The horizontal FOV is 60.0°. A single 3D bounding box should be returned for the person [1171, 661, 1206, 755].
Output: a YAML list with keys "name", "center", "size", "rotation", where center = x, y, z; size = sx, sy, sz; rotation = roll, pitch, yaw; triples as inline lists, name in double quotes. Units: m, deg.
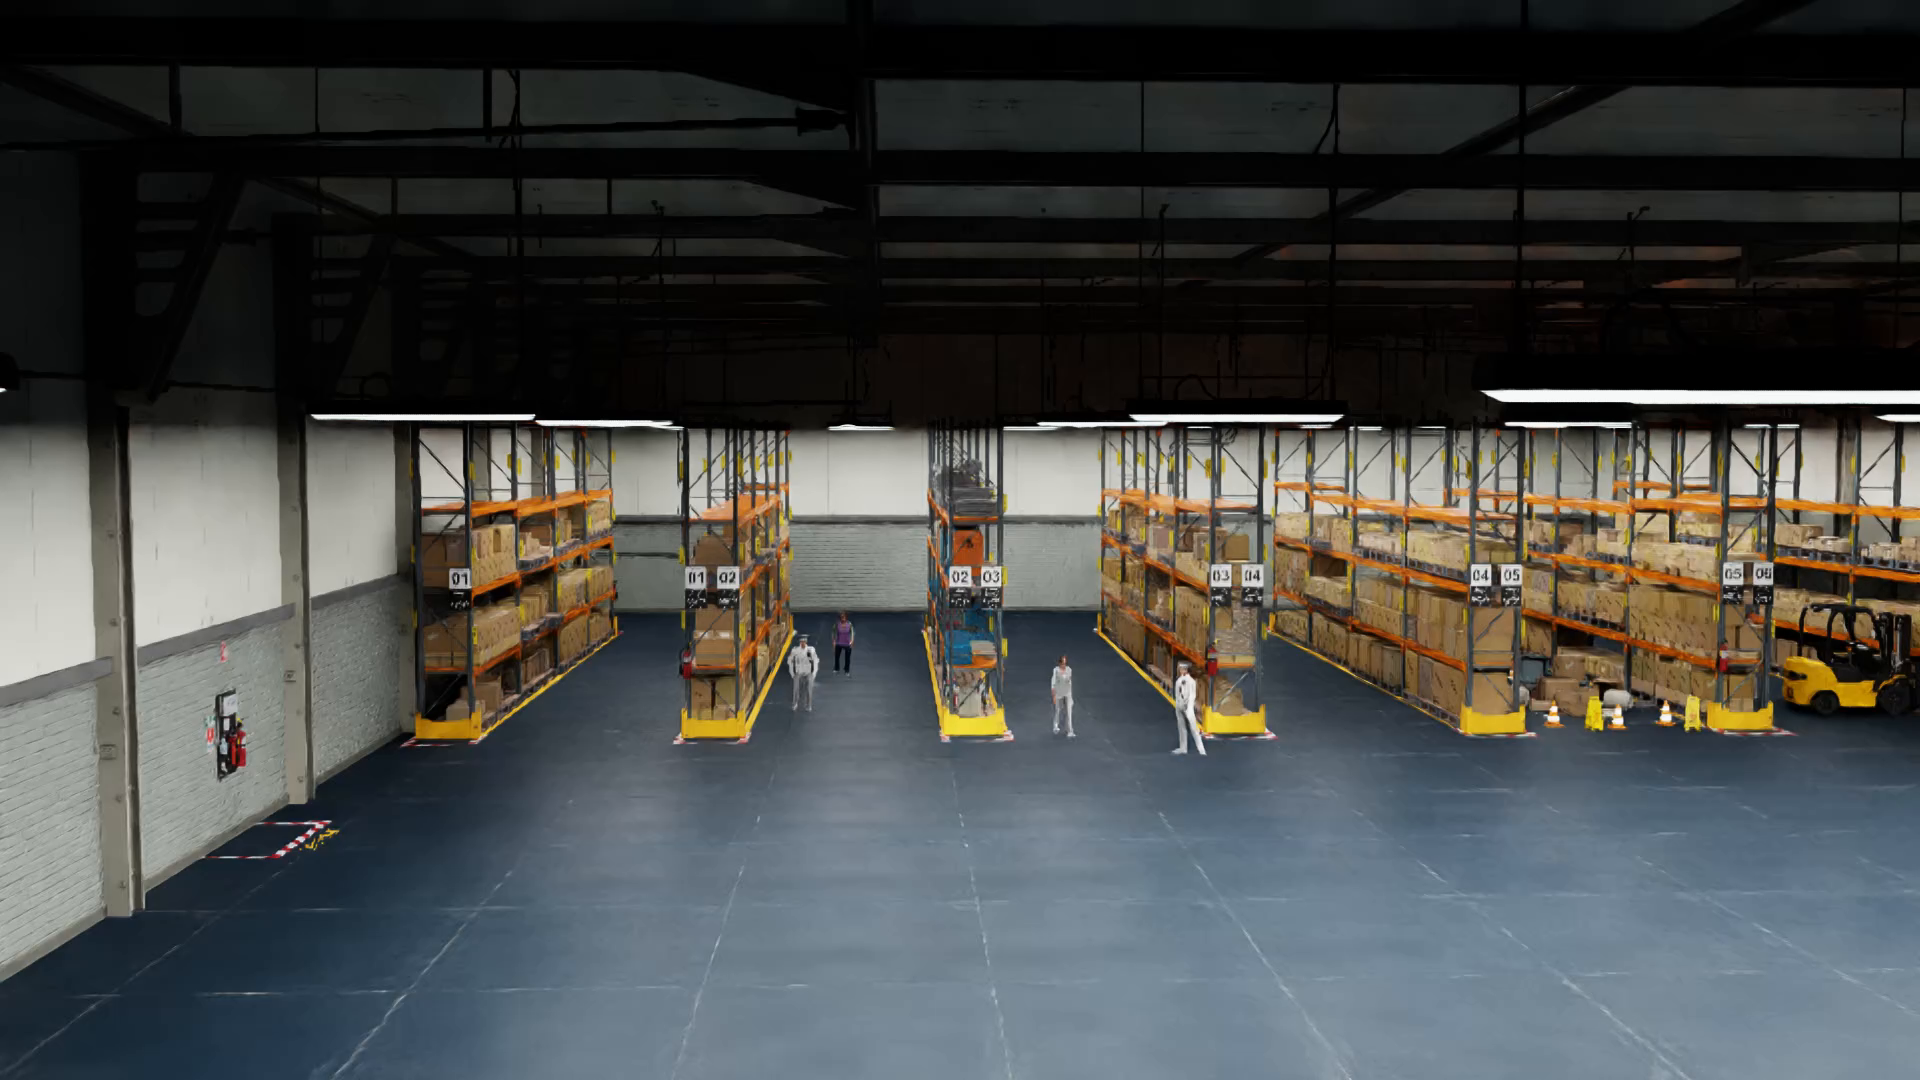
- name: "person"
  center: [4.065, 2.973, 29.491]
  size: [0.473, 1.670, 0.648]
  rotation: [-2, 4, -28]

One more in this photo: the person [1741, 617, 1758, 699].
- name: "person"
  center: [16.864, 2.521, 35.679]
  size: [0.491, 1.731, 0.588]
  rotation: [2, 4, 27]

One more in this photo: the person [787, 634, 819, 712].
- name: "person"
  center: [-3.200, 2.702, 33.917]
  size: [0.639, 1.632, 0.512]
  rotation: [0, 4, -4]

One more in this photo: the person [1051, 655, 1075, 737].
- name: "person"
  center: [1.918, 2.959, 31.304]
  size: [0.419, 1.404, 1.038]
  rotation: [0, 4, -5]

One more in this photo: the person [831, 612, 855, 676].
- name: "person"
  center: [-2.740, 2.425, 38.846]
  size: [0.566, 1.541, 0.519]
  rotation: [0, 4, -5]
